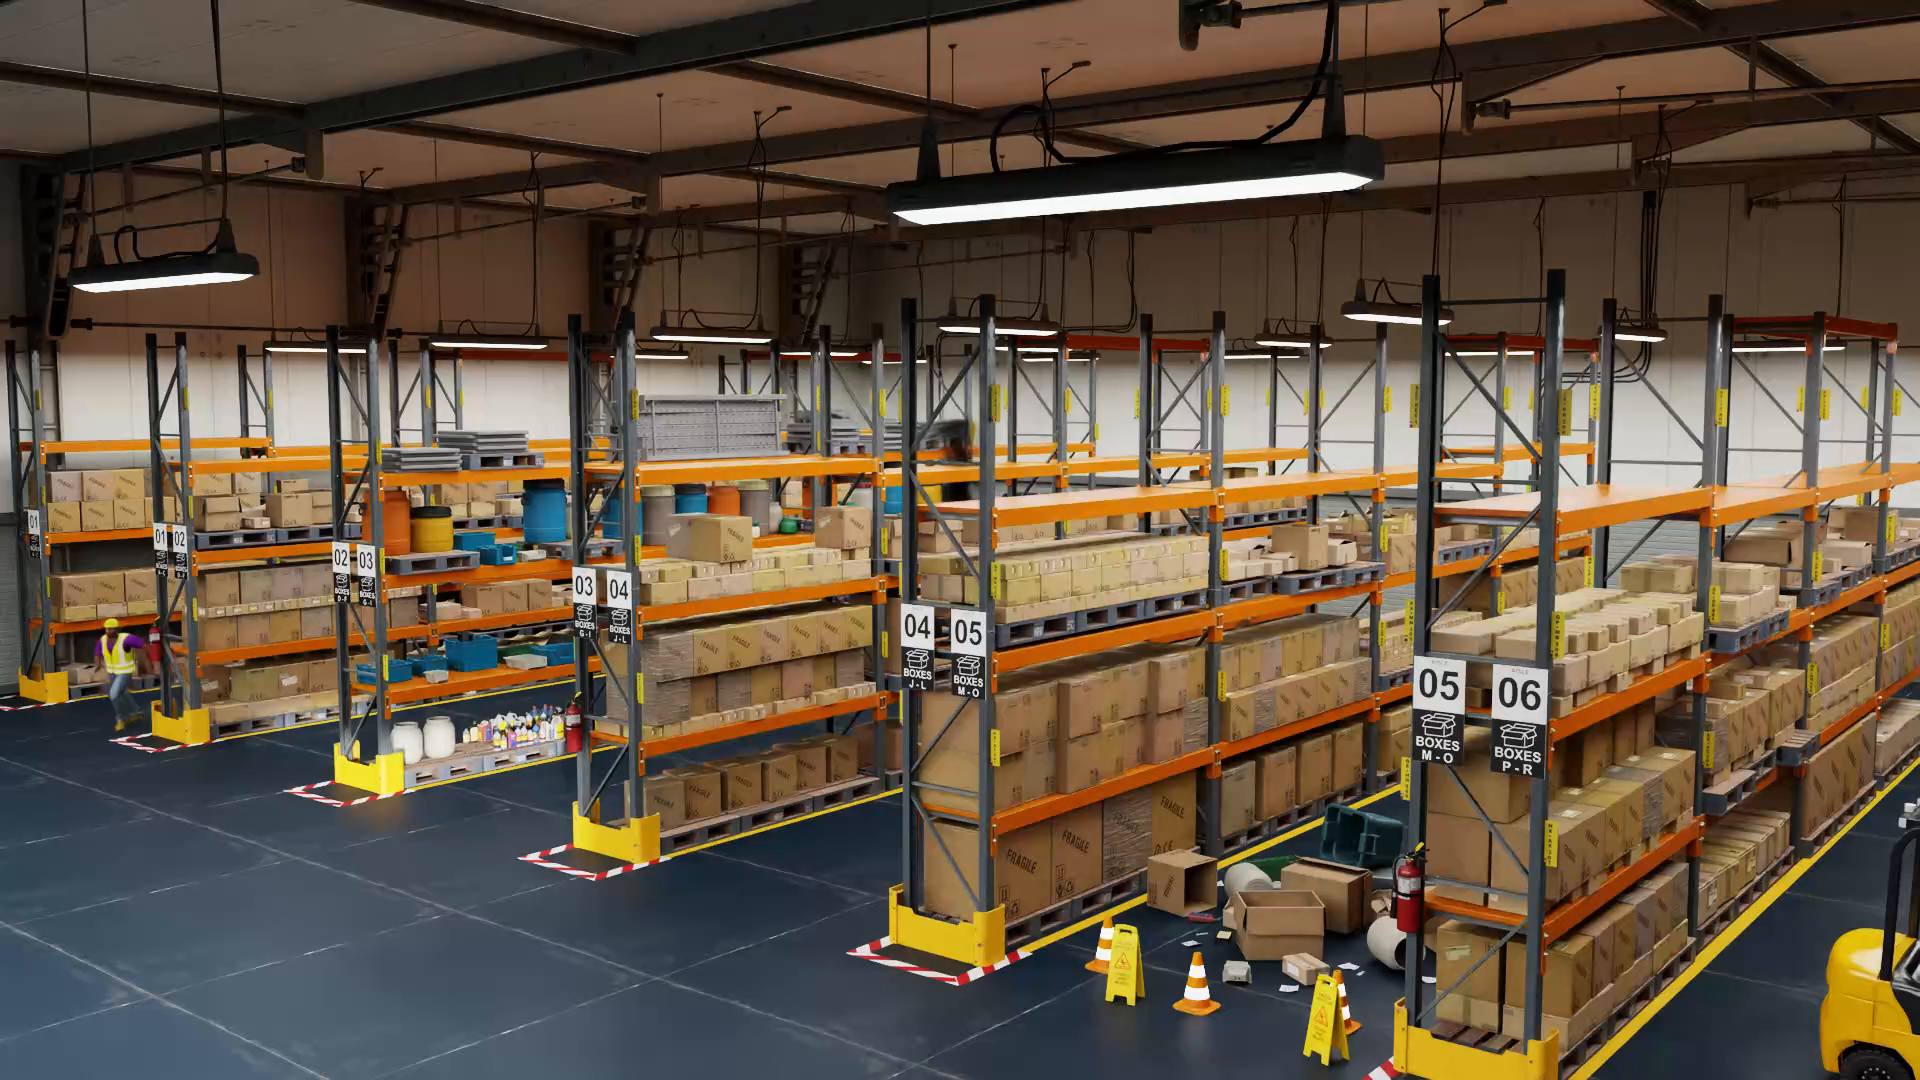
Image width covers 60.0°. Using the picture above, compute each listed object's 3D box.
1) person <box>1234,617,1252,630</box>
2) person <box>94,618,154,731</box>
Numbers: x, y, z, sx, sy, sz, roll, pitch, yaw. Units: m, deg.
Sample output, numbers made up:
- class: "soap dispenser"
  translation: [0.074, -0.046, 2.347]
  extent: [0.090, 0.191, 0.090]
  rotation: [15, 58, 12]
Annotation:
- class: "person"
  translation: [4.471, 1.979, 26.282]
  extent: [0.563, 1.737, 0.730]
  rotation: [4, 6, 36]
- class: "person"
  translation: [-12.825, 2.047, 25.445]
  extent: [0.689, 1.753, 0.870]
  rotation: [2, 5, 17]
